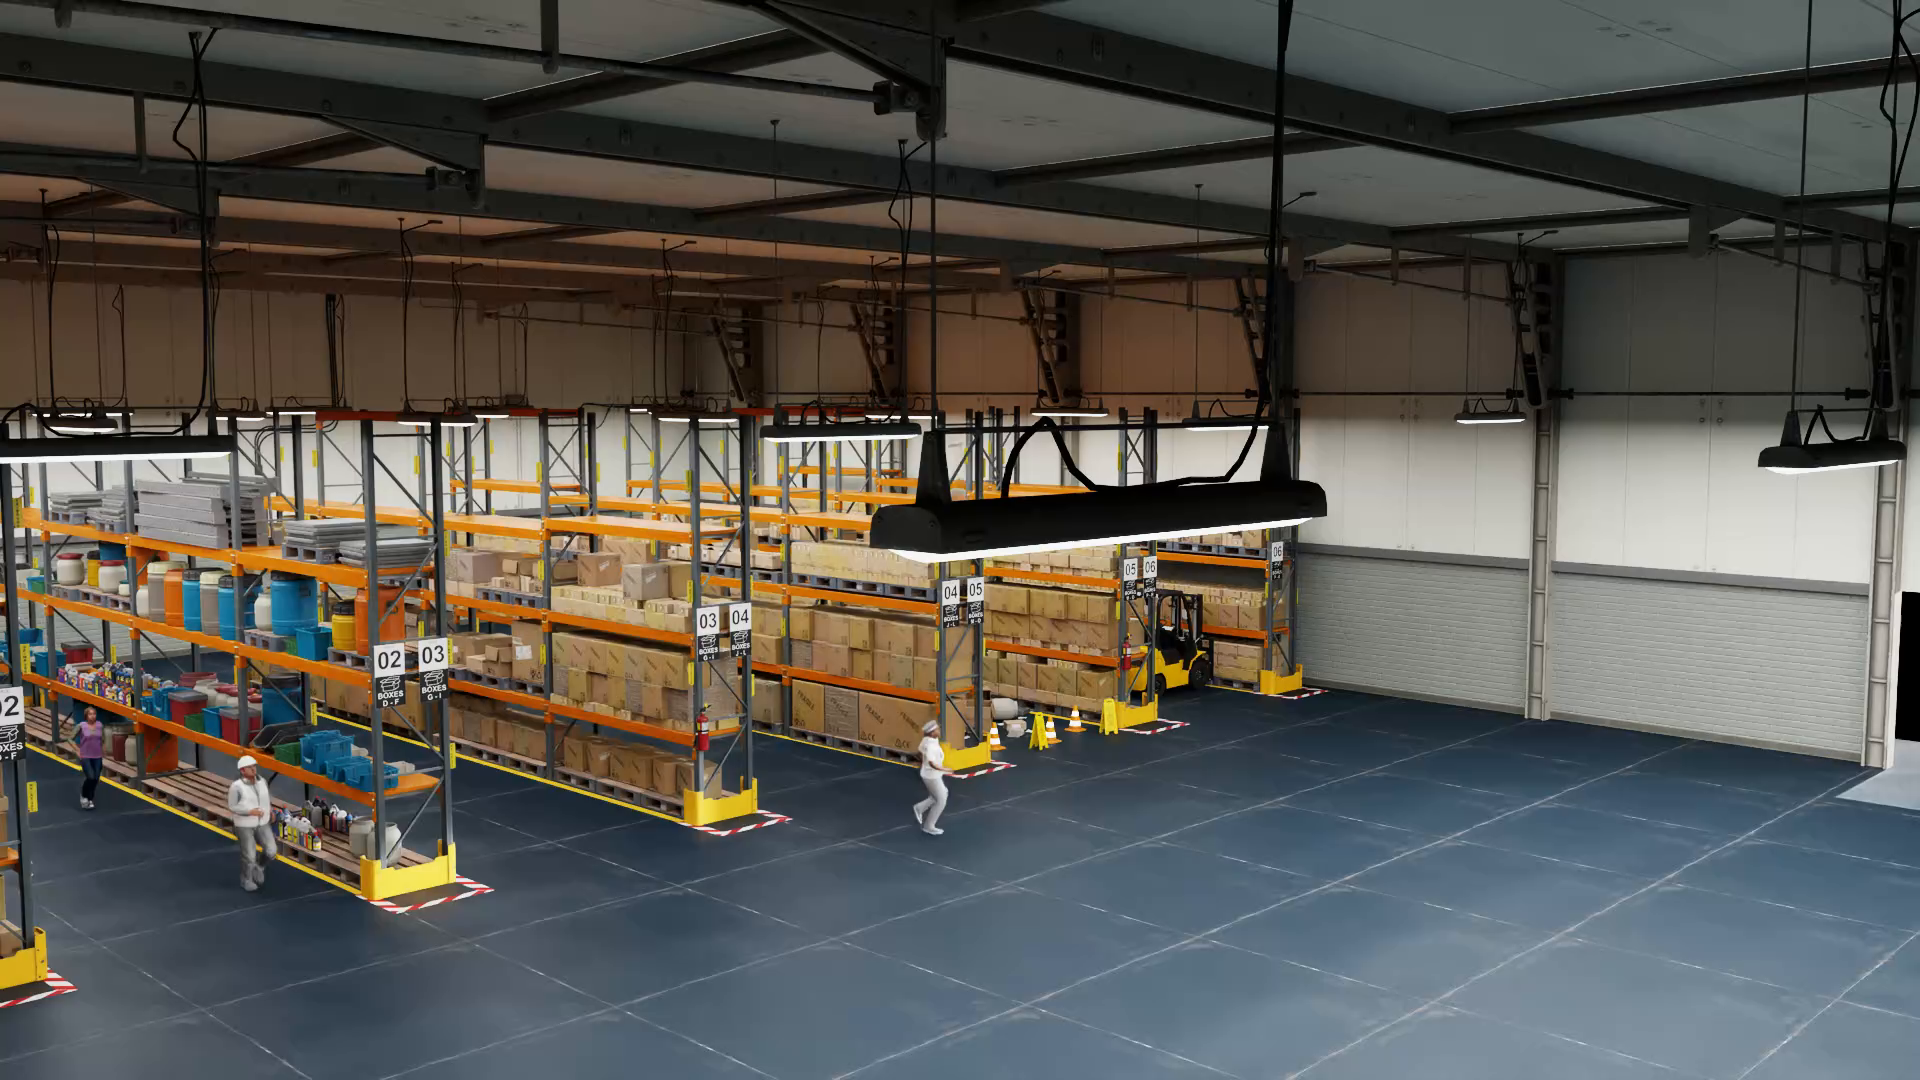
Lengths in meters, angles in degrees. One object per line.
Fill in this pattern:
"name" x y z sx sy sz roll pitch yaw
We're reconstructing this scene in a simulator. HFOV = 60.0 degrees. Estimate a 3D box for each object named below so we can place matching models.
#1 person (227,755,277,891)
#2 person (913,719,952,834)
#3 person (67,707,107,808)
"person" -8.931 3.592 21.071 0.603 1.732 0.643 4 6 38
"person" -0.378 3.393 23.894 0.500 1.663 0.629 -1 5 -11
"person" -13.172 3.306 25.206 0.601 1.559 0.513 4 7 40
